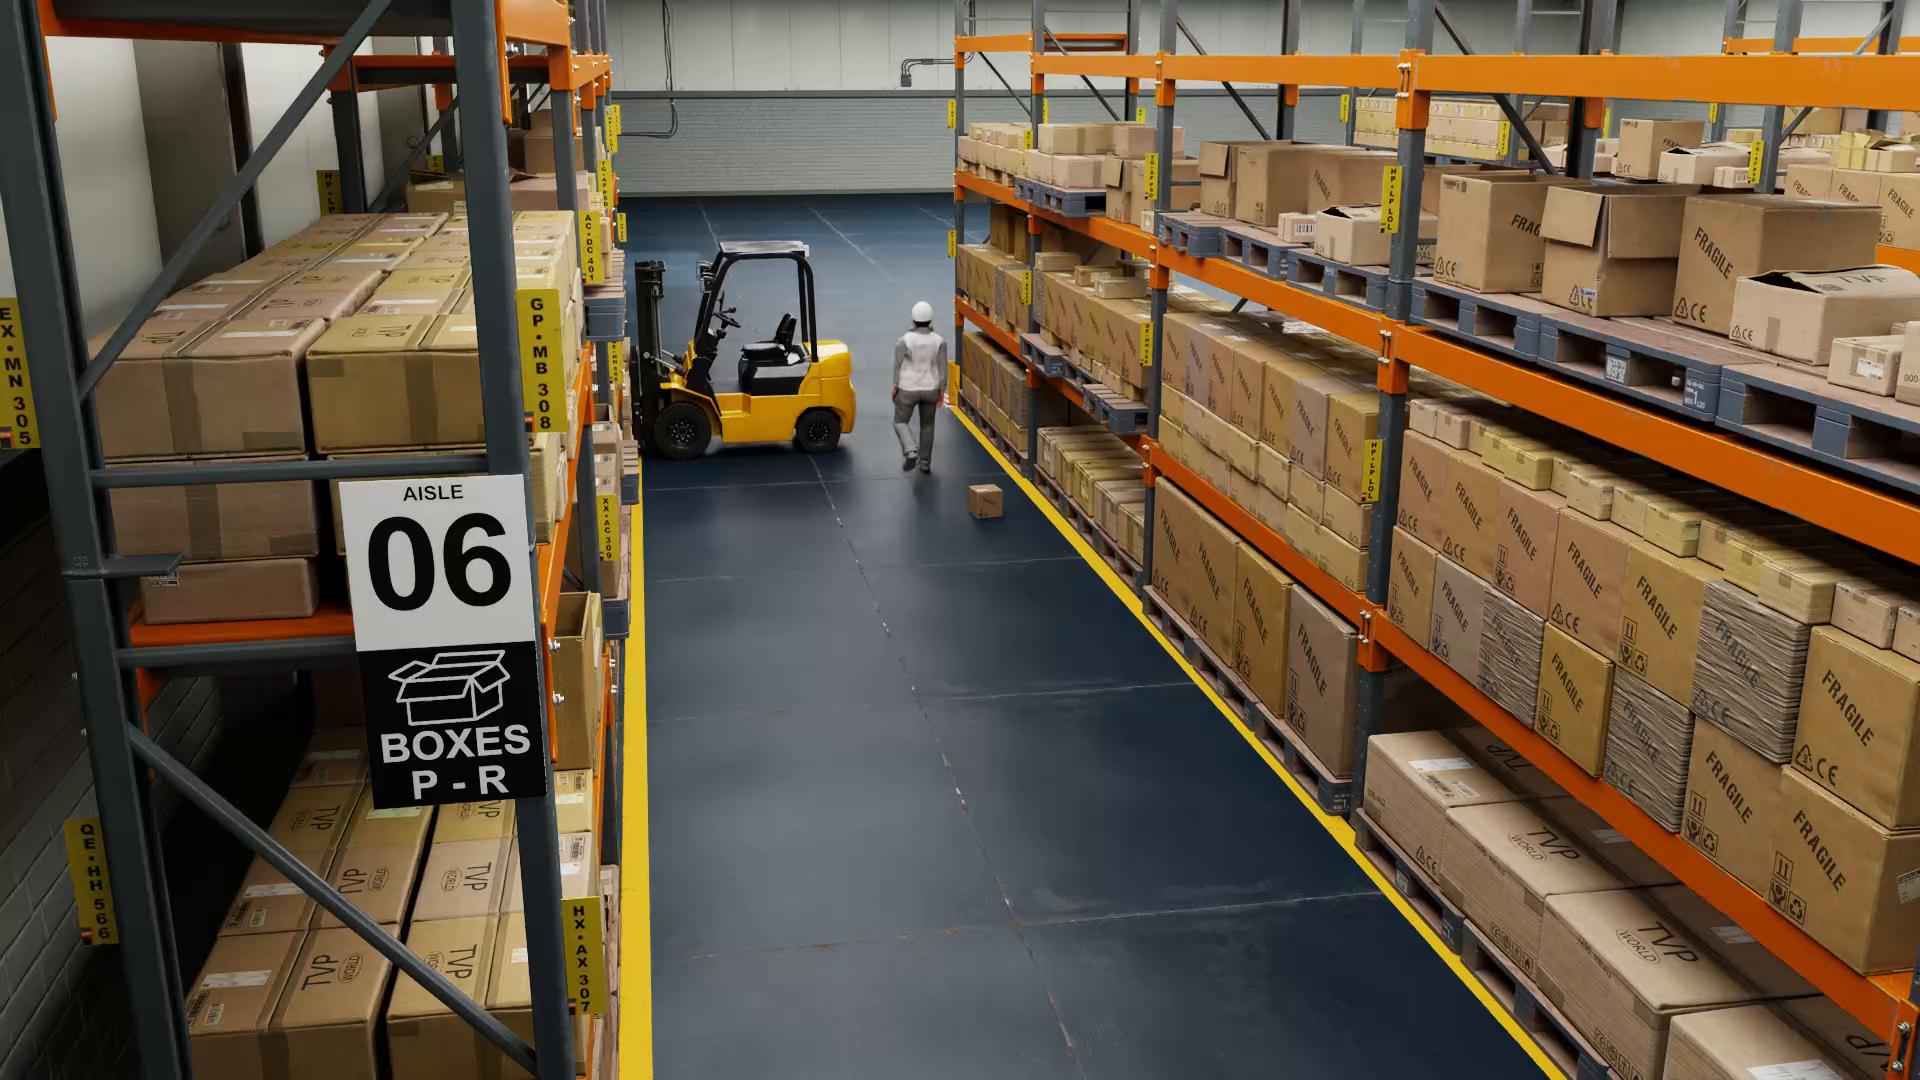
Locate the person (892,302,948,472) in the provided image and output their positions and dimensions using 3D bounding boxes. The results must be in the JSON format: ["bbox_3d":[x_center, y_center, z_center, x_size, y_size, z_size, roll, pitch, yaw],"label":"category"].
[{"bbox_3d":[-0.414,-1.529,16.693,0.549,1.756,0.741,-4,17,-14],"label":"person"}]
